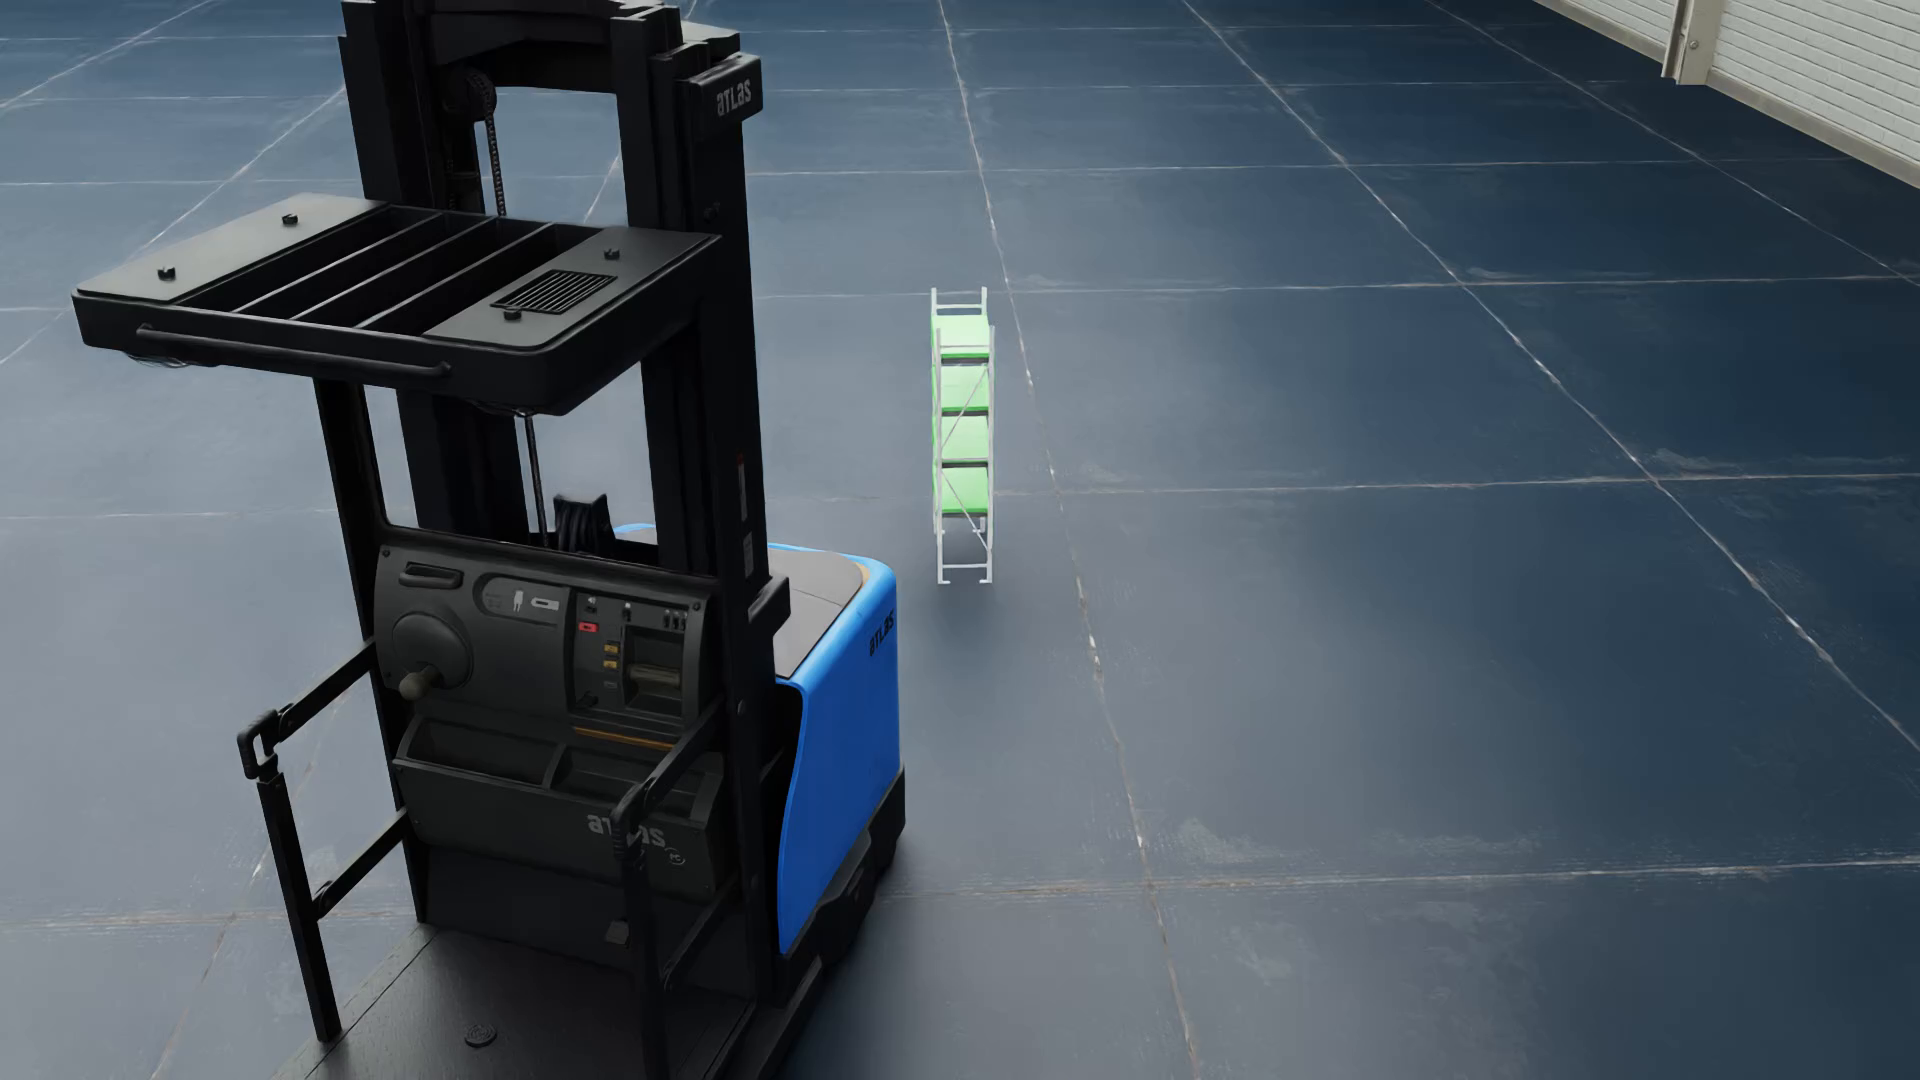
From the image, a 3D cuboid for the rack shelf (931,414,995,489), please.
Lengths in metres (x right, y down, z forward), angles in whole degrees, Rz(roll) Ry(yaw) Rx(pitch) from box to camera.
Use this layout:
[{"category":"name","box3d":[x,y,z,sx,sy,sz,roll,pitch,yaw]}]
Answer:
[{"category":"rack shelf","box3d":[0.009,-0.399,7.356,0.258,0.148,0.480,-1,28,-3]}]

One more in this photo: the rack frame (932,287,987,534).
[{"category":"rack frame","box3d":[-0.004,-0.568,7.542,0.240,1.200,0.015,-1,28,-3]}]

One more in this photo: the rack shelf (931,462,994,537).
[{"category":"rack shelf","box3d":[0.009,-0.186,7.466,0.258,0.148,0.480,-1,28,-3]}]

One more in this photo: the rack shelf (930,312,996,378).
[{"category":"rack shelf","box3d":[0.009,-0.824,7.134,0.258,0.148,0.480,-1,28,-3]}]

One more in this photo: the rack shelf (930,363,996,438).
[{"category":"rack shelf","box3d":[0.009,-0.612,7.245,0.258,0.148,0.480,-1,28,-3]}]

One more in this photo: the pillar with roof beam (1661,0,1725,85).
[{"category":"pillar with roof beam","box3d":[2.885,-8.444,14.210,9.100,9.000,0.400,-1,28,-3]}]

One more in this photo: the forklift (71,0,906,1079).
[{"category":"forklift","box3d":[-1.131,0.296,4.013,1.130,2.935,3.031,9,29,16]}]

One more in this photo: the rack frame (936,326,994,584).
[{"category":"rack frame","box3d":[0.021,-0.343,7.110,0.240,1.200,0.015,-1,28,-3]}]

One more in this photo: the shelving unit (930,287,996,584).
[{"category":"shelving unit","box3d":[0.009,-0.456,7.326,0.258,1.200,0.503,-1,28,-3]}]
